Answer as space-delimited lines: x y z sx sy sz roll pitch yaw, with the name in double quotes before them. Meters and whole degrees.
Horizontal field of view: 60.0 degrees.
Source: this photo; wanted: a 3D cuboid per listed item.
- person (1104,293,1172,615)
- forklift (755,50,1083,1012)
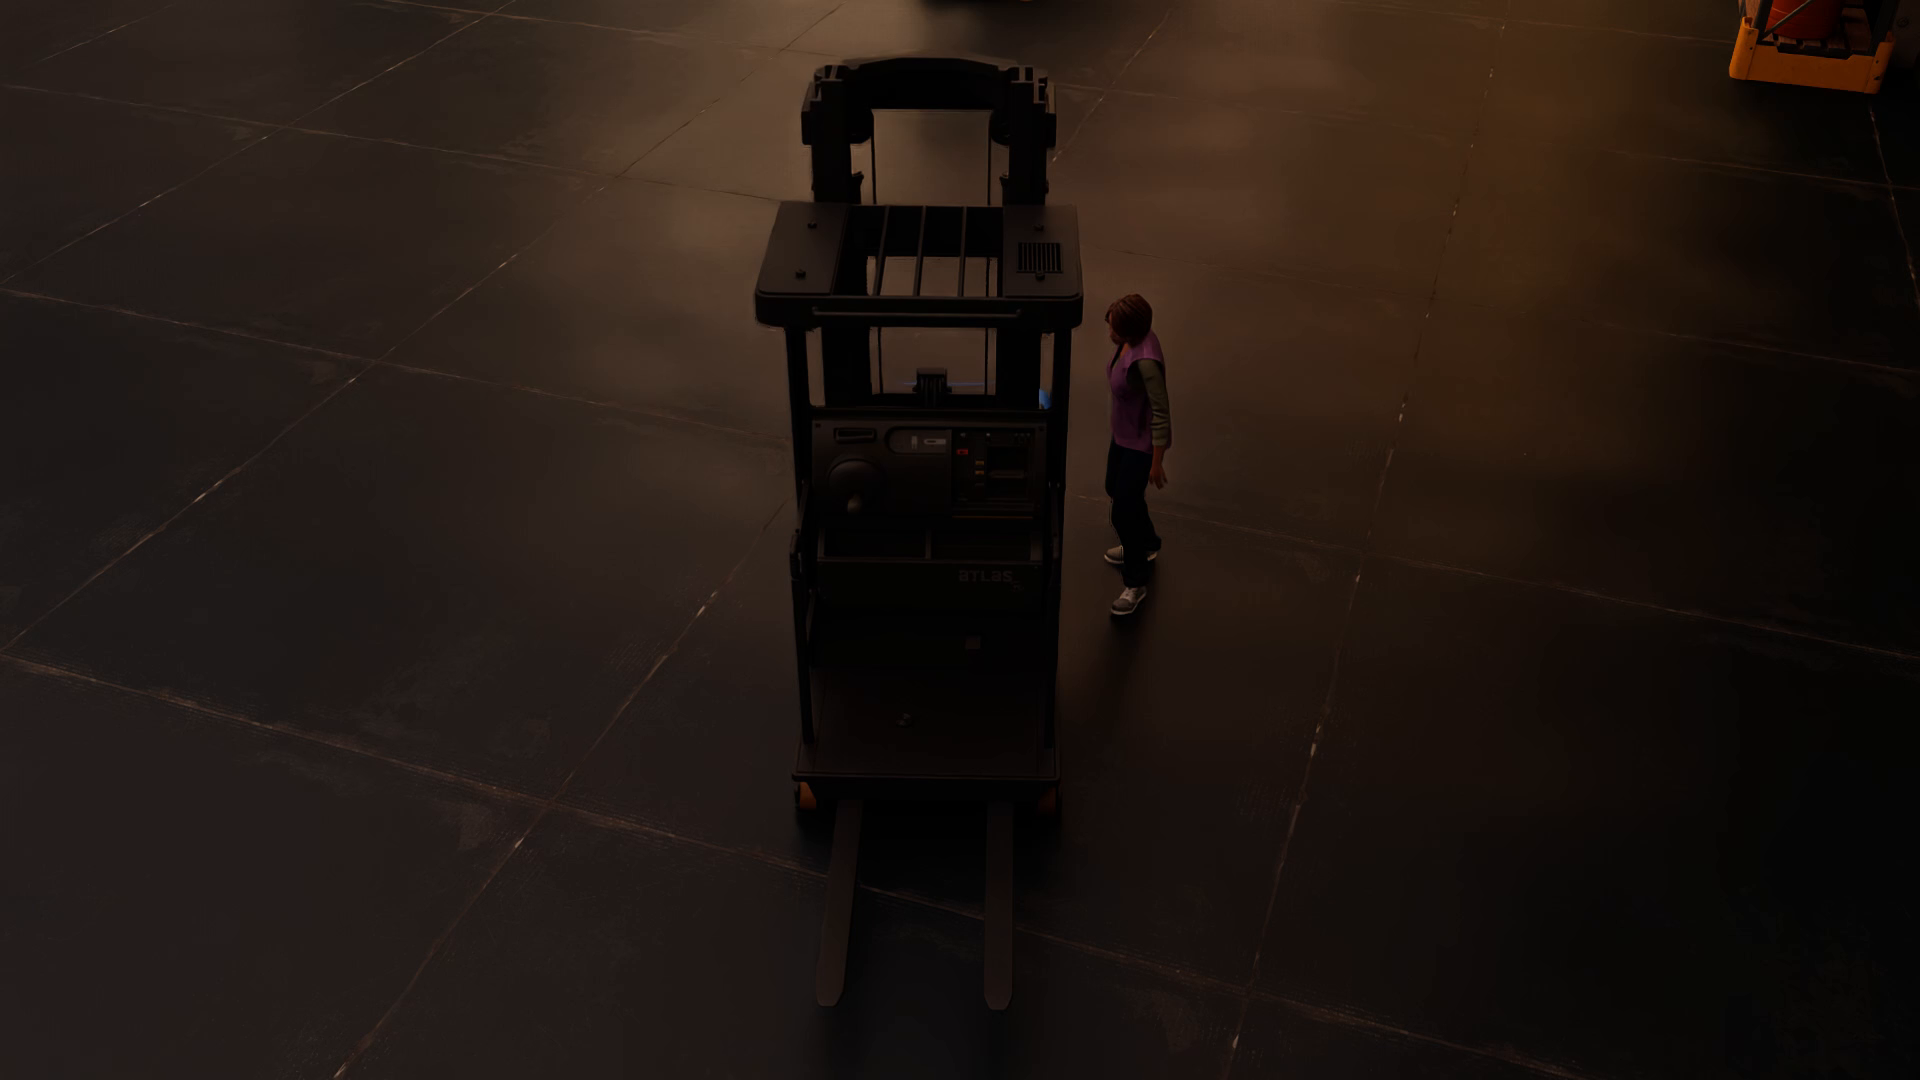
"person" 0.848 -0.466 7.960 0.381 1.570 0.728 -5 36 -7
"forklift" -0.126 -0.224 6.427 1.130 2.935 3.031 1 35 1
